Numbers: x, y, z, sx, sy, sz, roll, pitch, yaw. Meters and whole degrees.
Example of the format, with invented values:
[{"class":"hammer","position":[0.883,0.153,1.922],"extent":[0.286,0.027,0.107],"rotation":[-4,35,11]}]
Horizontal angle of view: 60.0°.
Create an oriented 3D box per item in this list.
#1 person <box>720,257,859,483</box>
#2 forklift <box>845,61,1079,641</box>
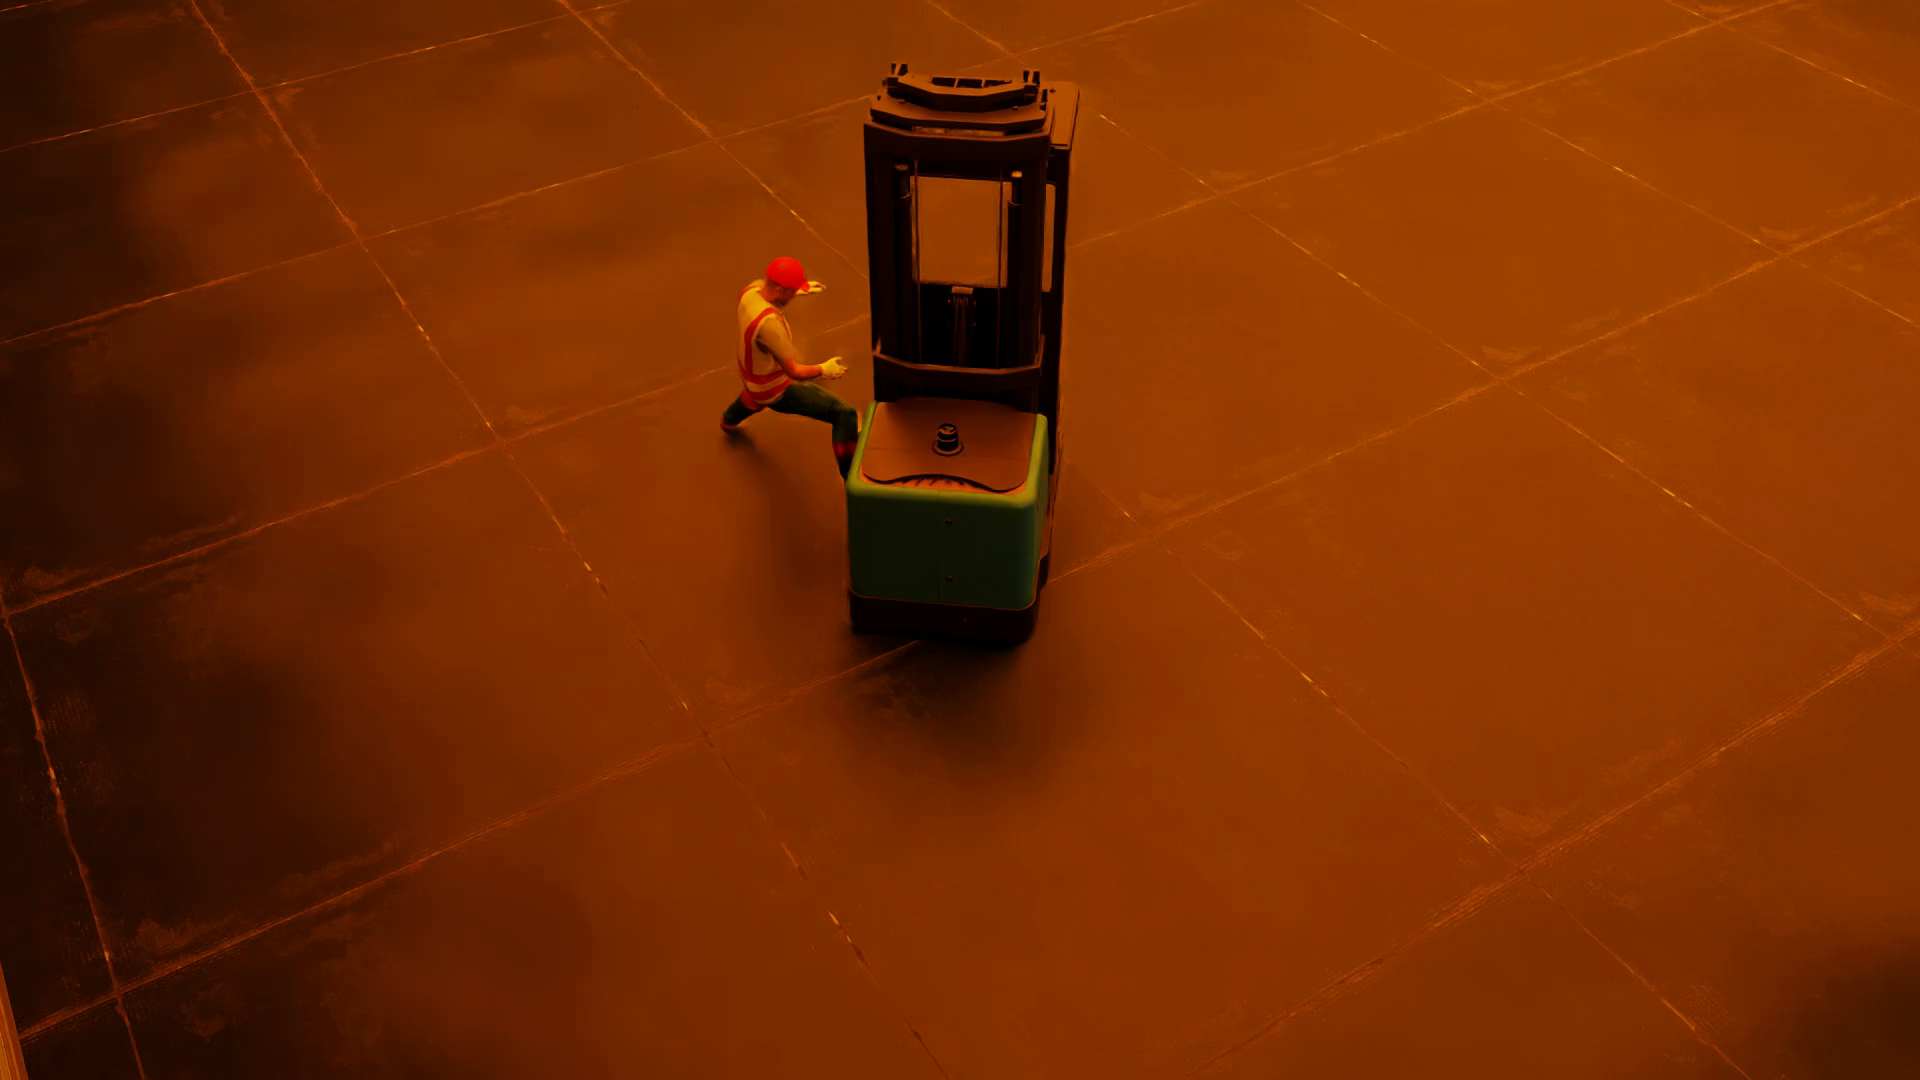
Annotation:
[{"class":"person","position":[-1.013,-1.084,10.135],"extent":[0.846,1.540,1.313],"rotation":[-13,43,-14]},{"class":"forklift","position":[0.068,-1.504,9.592],"extent":[1.130,2.935,3.031],"rotation":[5,41,5]}]
